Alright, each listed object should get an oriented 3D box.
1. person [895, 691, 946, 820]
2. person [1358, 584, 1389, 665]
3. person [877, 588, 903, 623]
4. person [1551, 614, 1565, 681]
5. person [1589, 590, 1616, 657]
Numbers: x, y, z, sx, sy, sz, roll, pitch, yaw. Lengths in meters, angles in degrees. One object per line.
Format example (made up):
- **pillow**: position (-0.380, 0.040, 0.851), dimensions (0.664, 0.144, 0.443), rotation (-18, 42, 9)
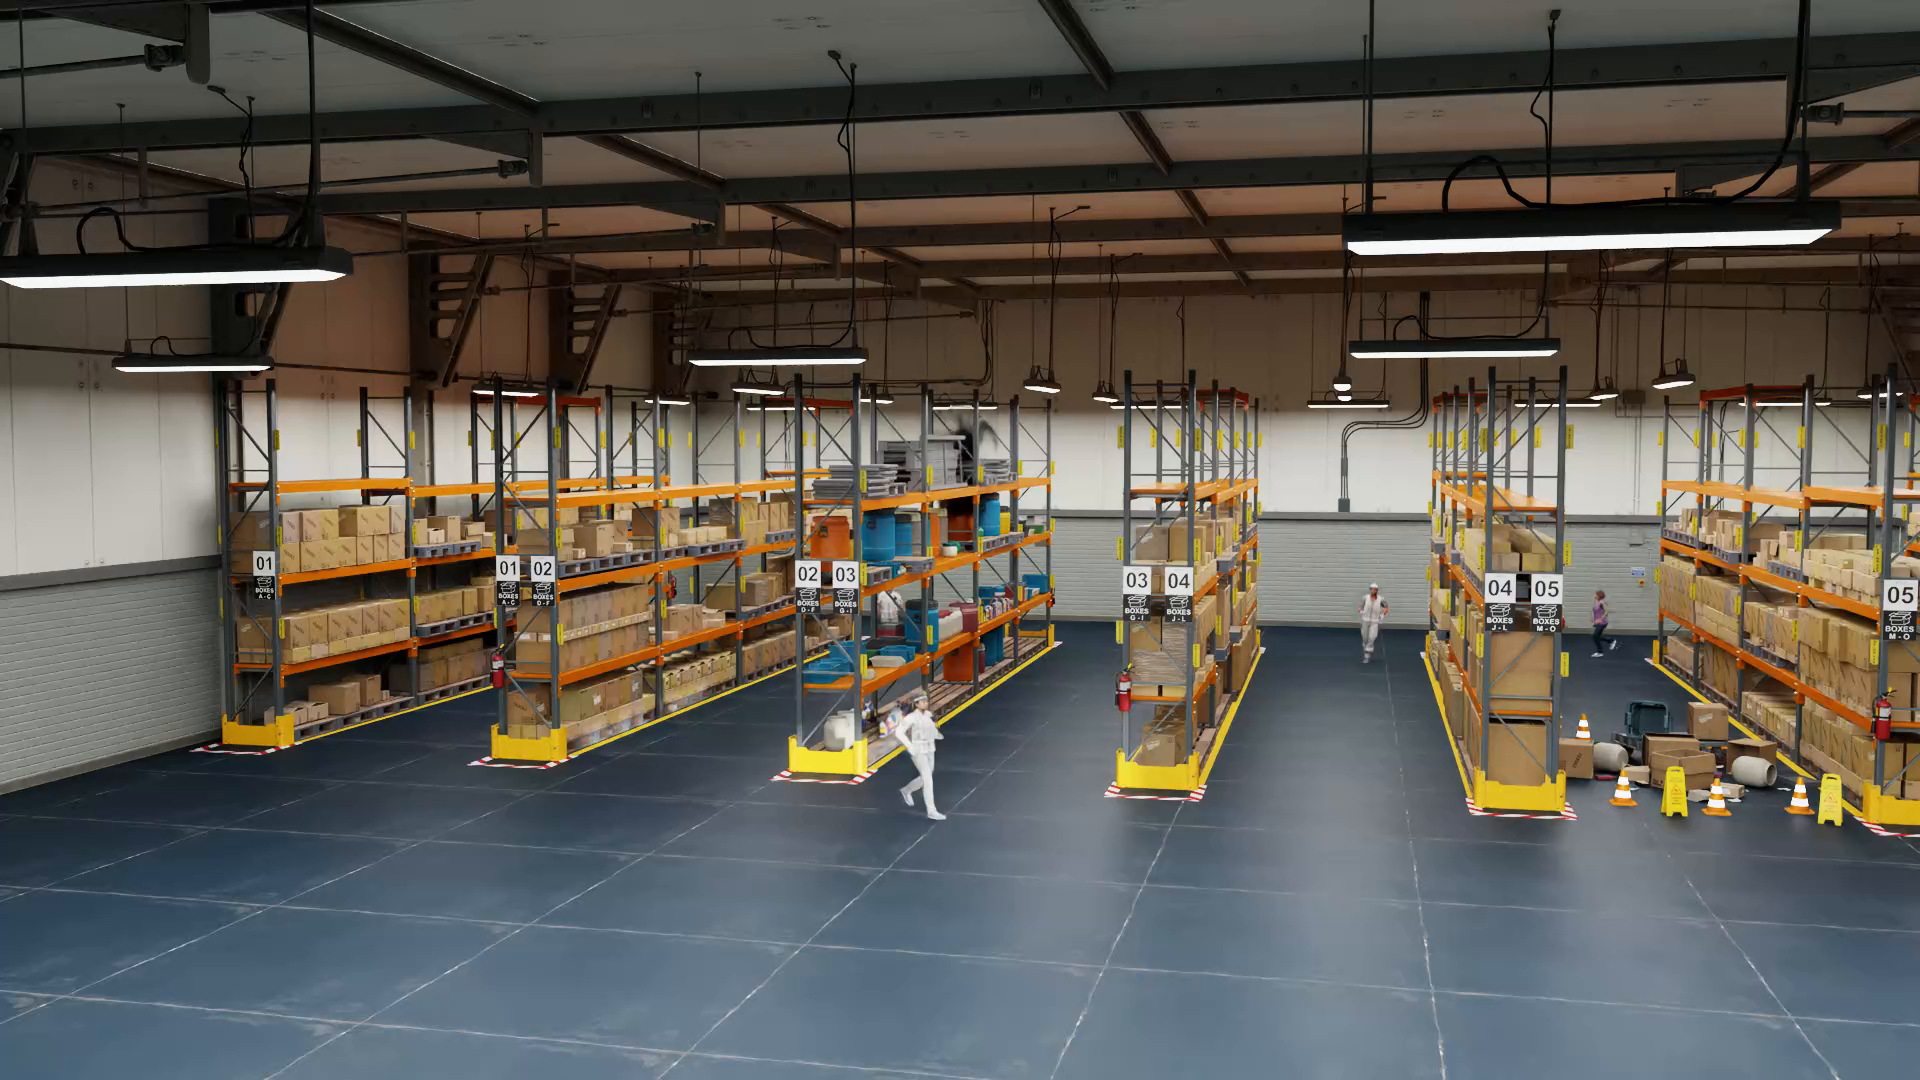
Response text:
- **person**: position (-0.508, 2.826, 22.065), dimensions (0.881, 1.671, 0.622), rotation (3, 5, 43)
- **person**: position (9.284, 1.870, 37.440), dimensions (0.665, 1.790, 0.898), rotation (1, 4, 23)
- **person**: position (-1.658, 1.798, 38.929), dimensions (0.658, 1.736, 0.594), rotation (0, 3, -2)
- **person**: position (12.206, 2.097, 34.464), dimensions (0.640, 1.765, 0.799), rotation (1, 3, 12)
- **person**: position (14.904, 1.930, 38.437), dimensions (0.598, 1.554, 0.521), rotation (0, 3, 4)
